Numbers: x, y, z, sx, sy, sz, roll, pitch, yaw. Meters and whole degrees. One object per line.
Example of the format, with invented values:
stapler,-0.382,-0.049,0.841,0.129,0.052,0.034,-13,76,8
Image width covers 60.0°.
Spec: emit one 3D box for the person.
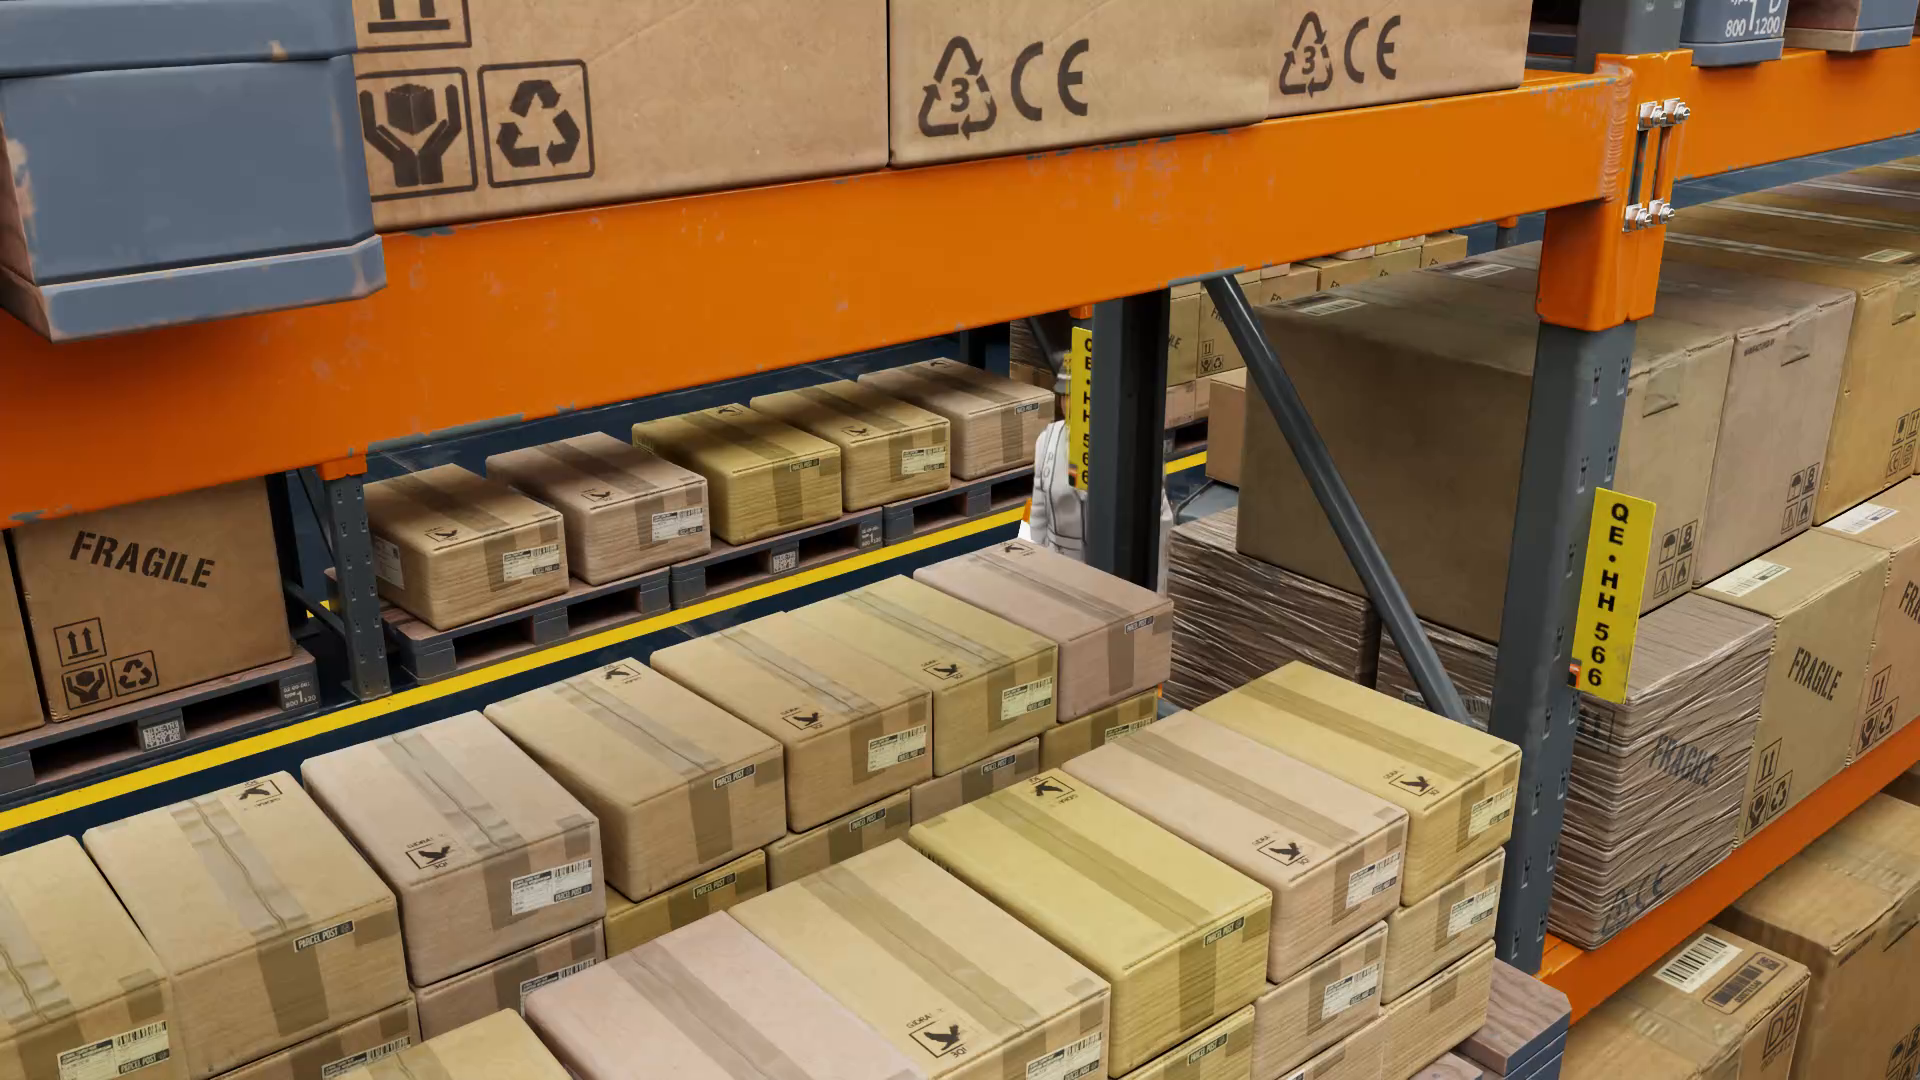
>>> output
person,0.508,0.117,5.762,0.534,1.674,0.537,8,23,20
